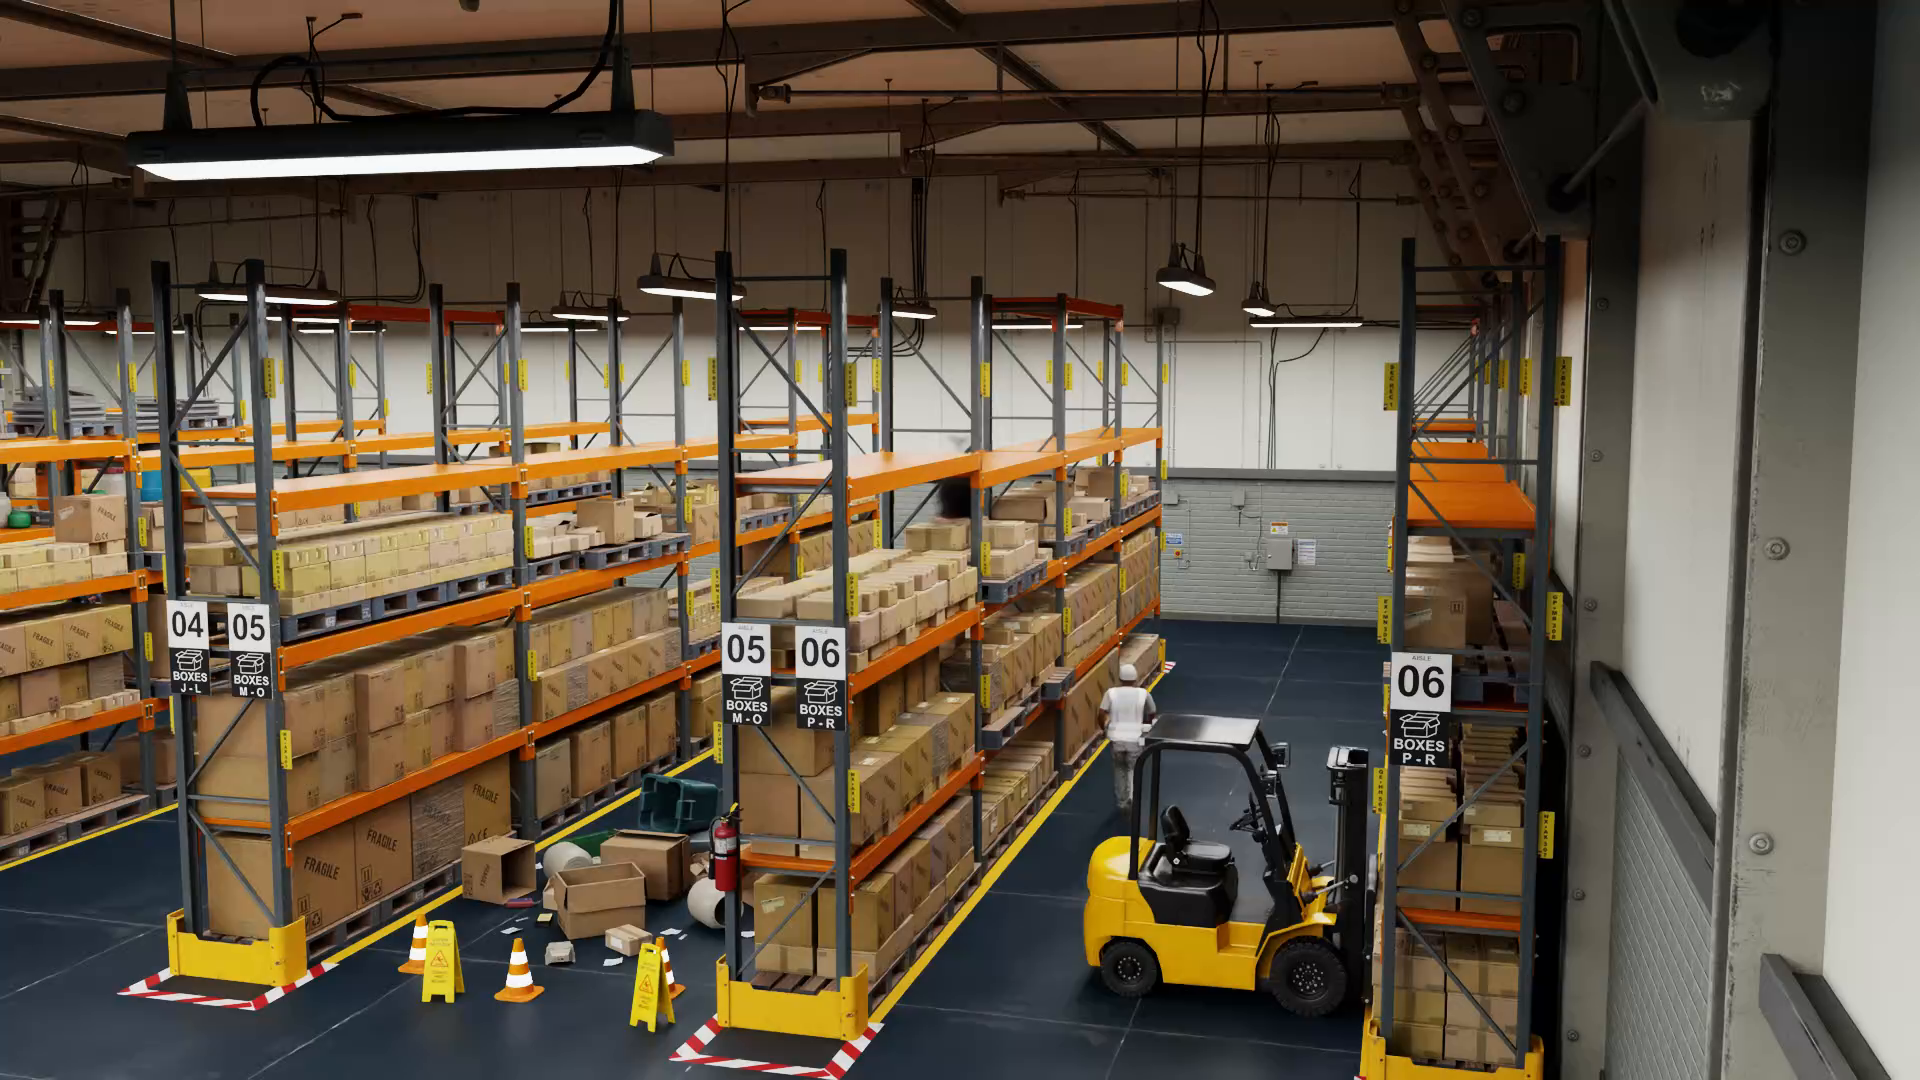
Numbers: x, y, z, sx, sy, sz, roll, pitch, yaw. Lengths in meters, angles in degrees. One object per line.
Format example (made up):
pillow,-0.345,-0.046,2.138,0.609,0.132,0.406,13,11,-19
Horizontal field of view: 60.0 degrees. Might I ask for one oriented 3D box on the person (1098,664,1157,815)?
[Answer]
person,1.923,2.302,19.064,0.680,1.734,0.789,1,6,8
